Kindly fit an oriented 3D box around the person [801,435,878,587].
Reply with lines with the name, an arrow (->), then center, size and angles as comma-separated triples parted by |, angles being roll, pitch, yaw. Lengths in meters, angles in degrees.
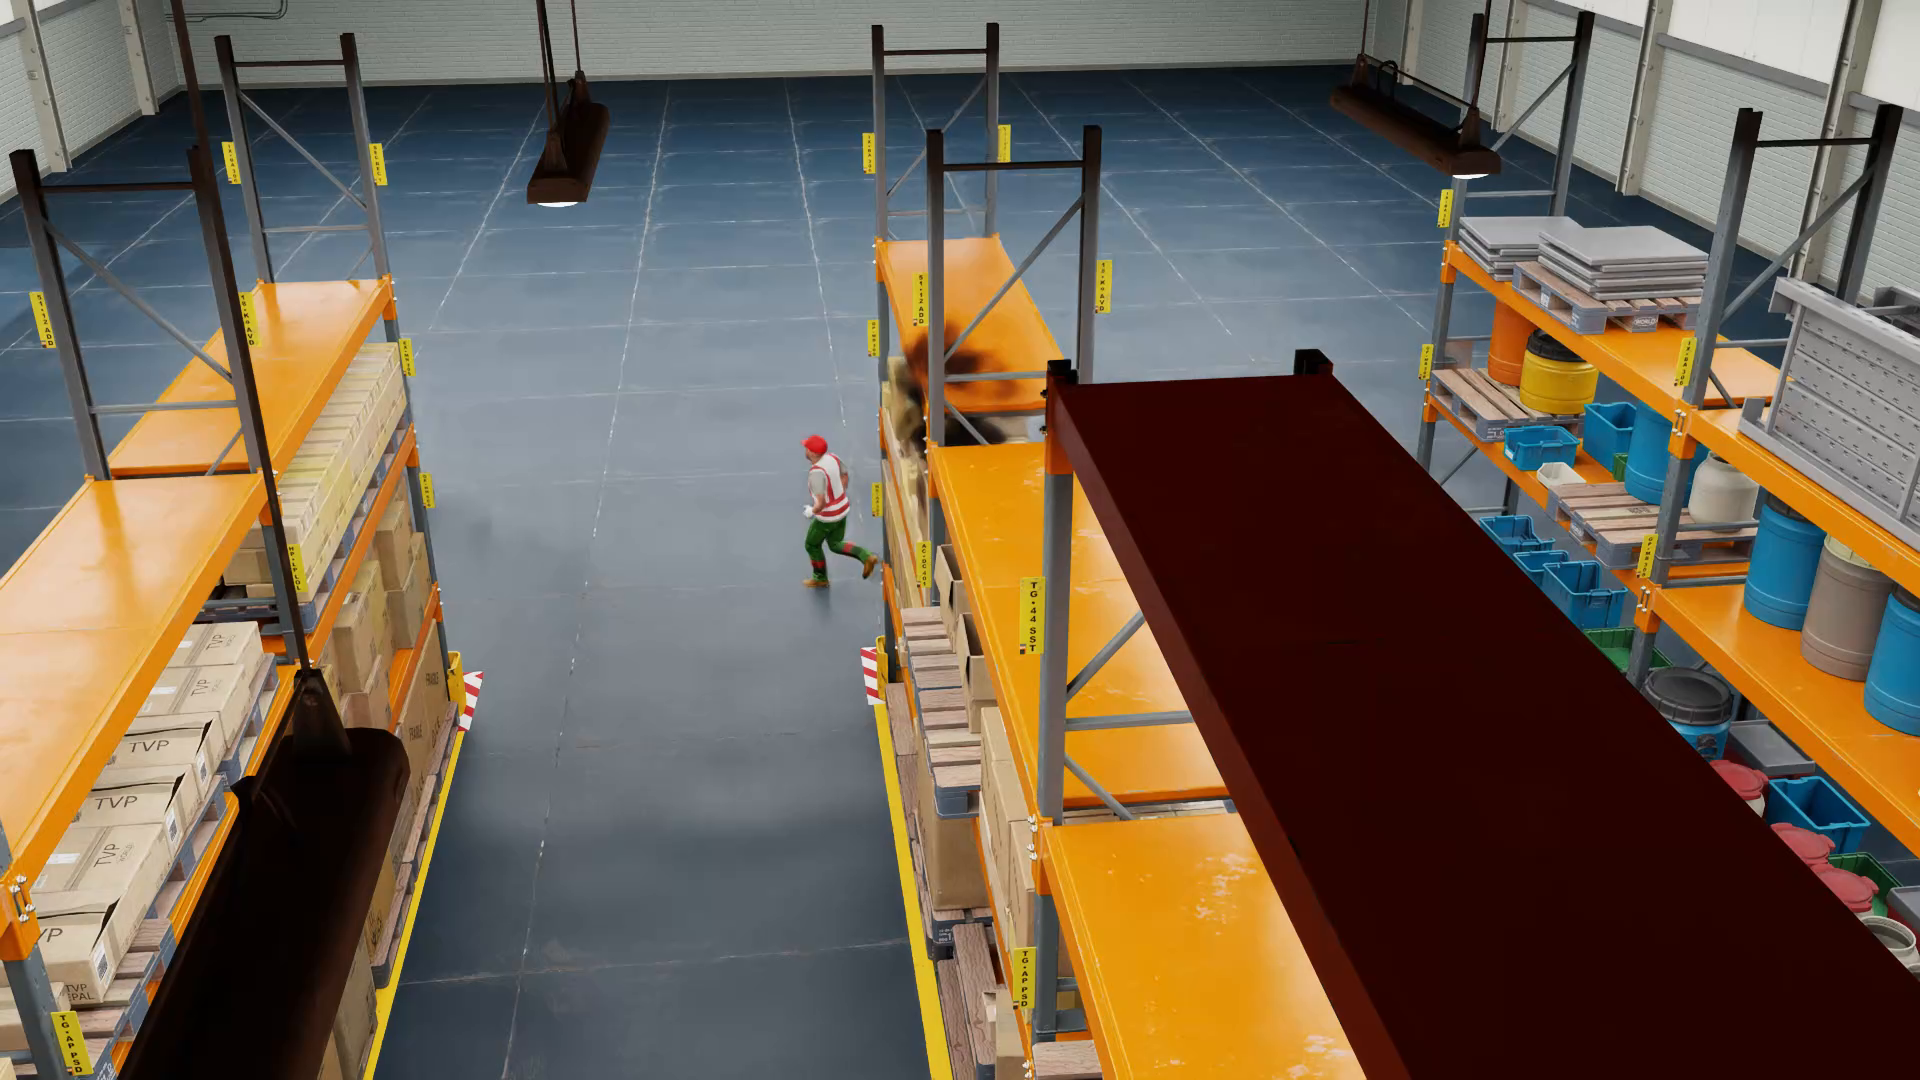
person -> -1.276, -0.235, 17.020 | 0.895, 1.759, 0.662 | 12, 28, 23
